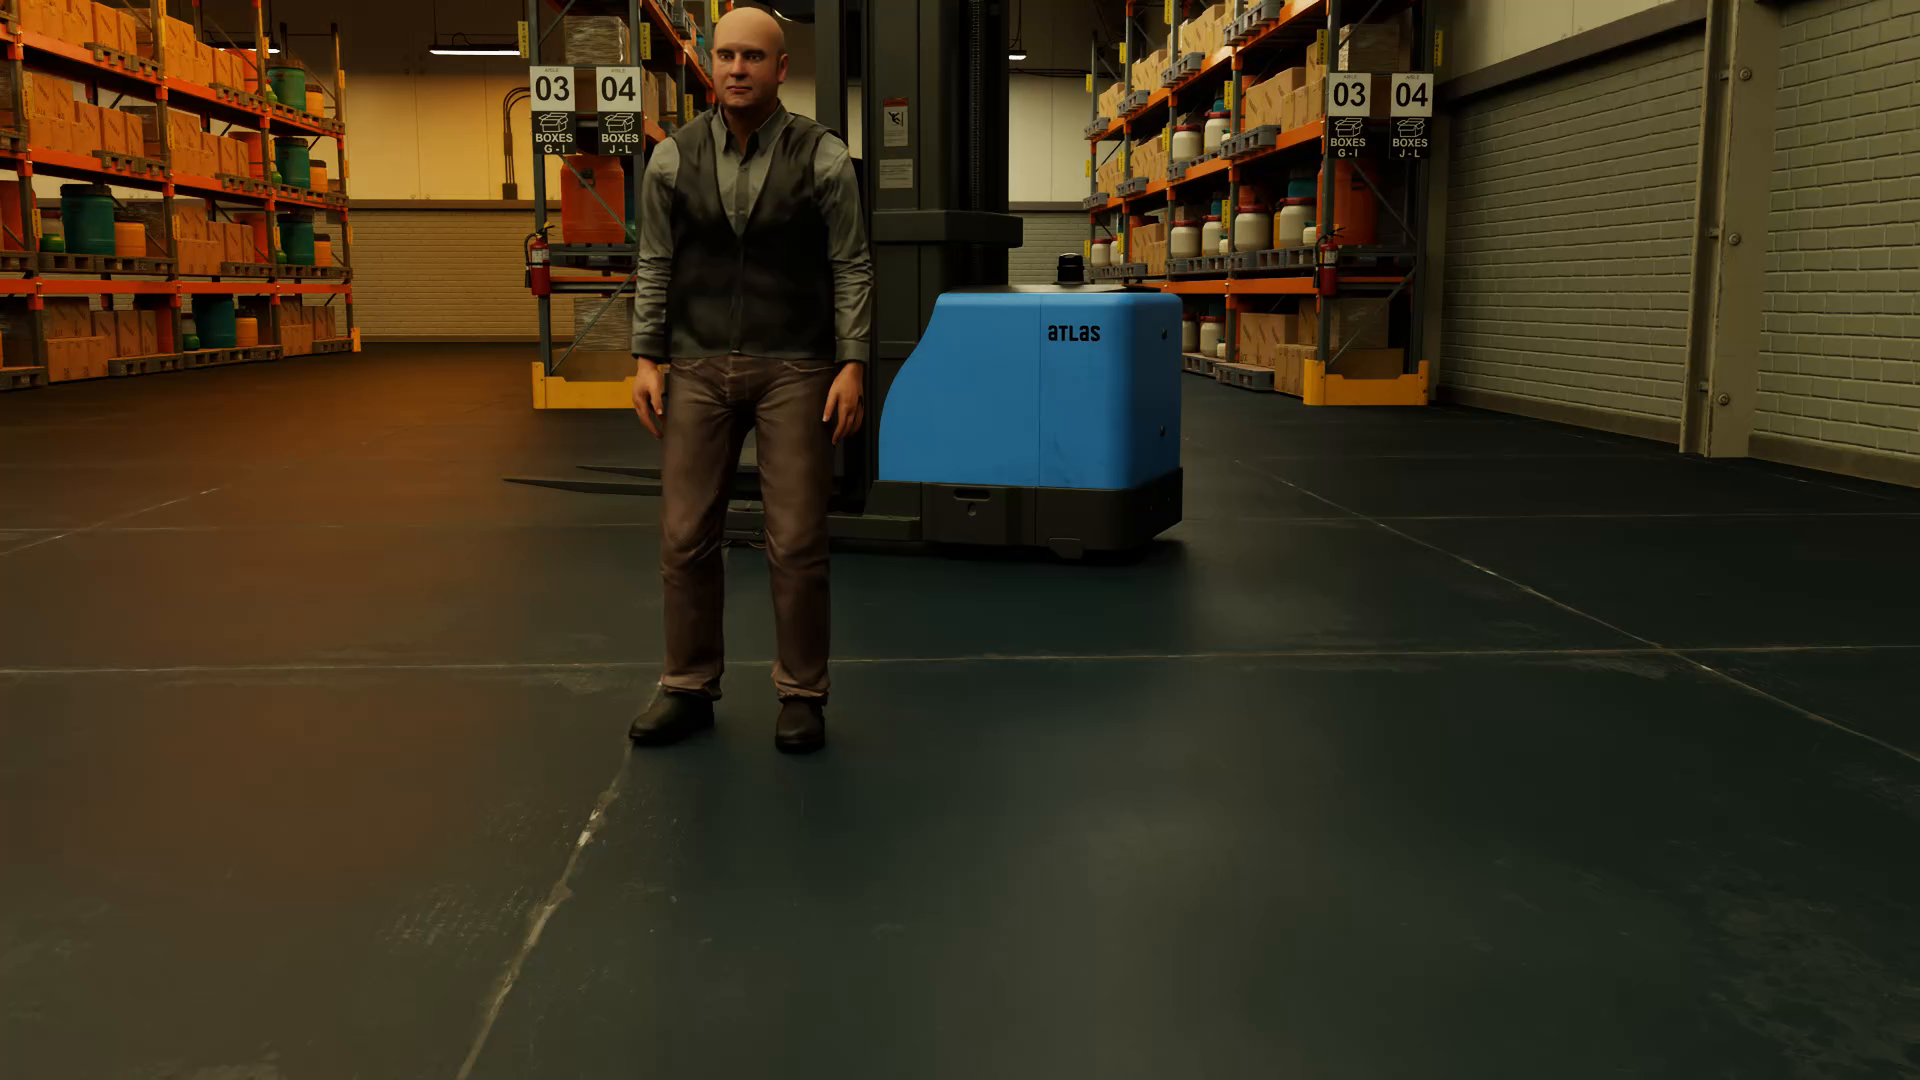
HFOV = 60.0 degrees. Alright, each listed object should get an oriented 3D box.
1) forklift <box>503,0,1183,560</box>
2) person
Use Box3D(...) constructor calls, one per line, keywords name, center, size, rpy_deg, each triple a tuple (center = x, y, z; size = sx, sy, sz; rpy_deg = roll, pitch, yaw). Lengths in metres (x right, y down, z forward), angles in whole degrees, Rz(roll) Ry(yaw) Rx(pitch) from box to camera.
Box3D(name="forklift", center=(-0.584, -1.481, 7.307), size=(3.031, 2.935, 1.130), rpy_deg=(3, 9, 20))
Box3D(name="person", center=(-0.499, -0.377, 4.002), size=(0.581, 1.719, 0.426), rpy_deg=(1, 9, 8))
